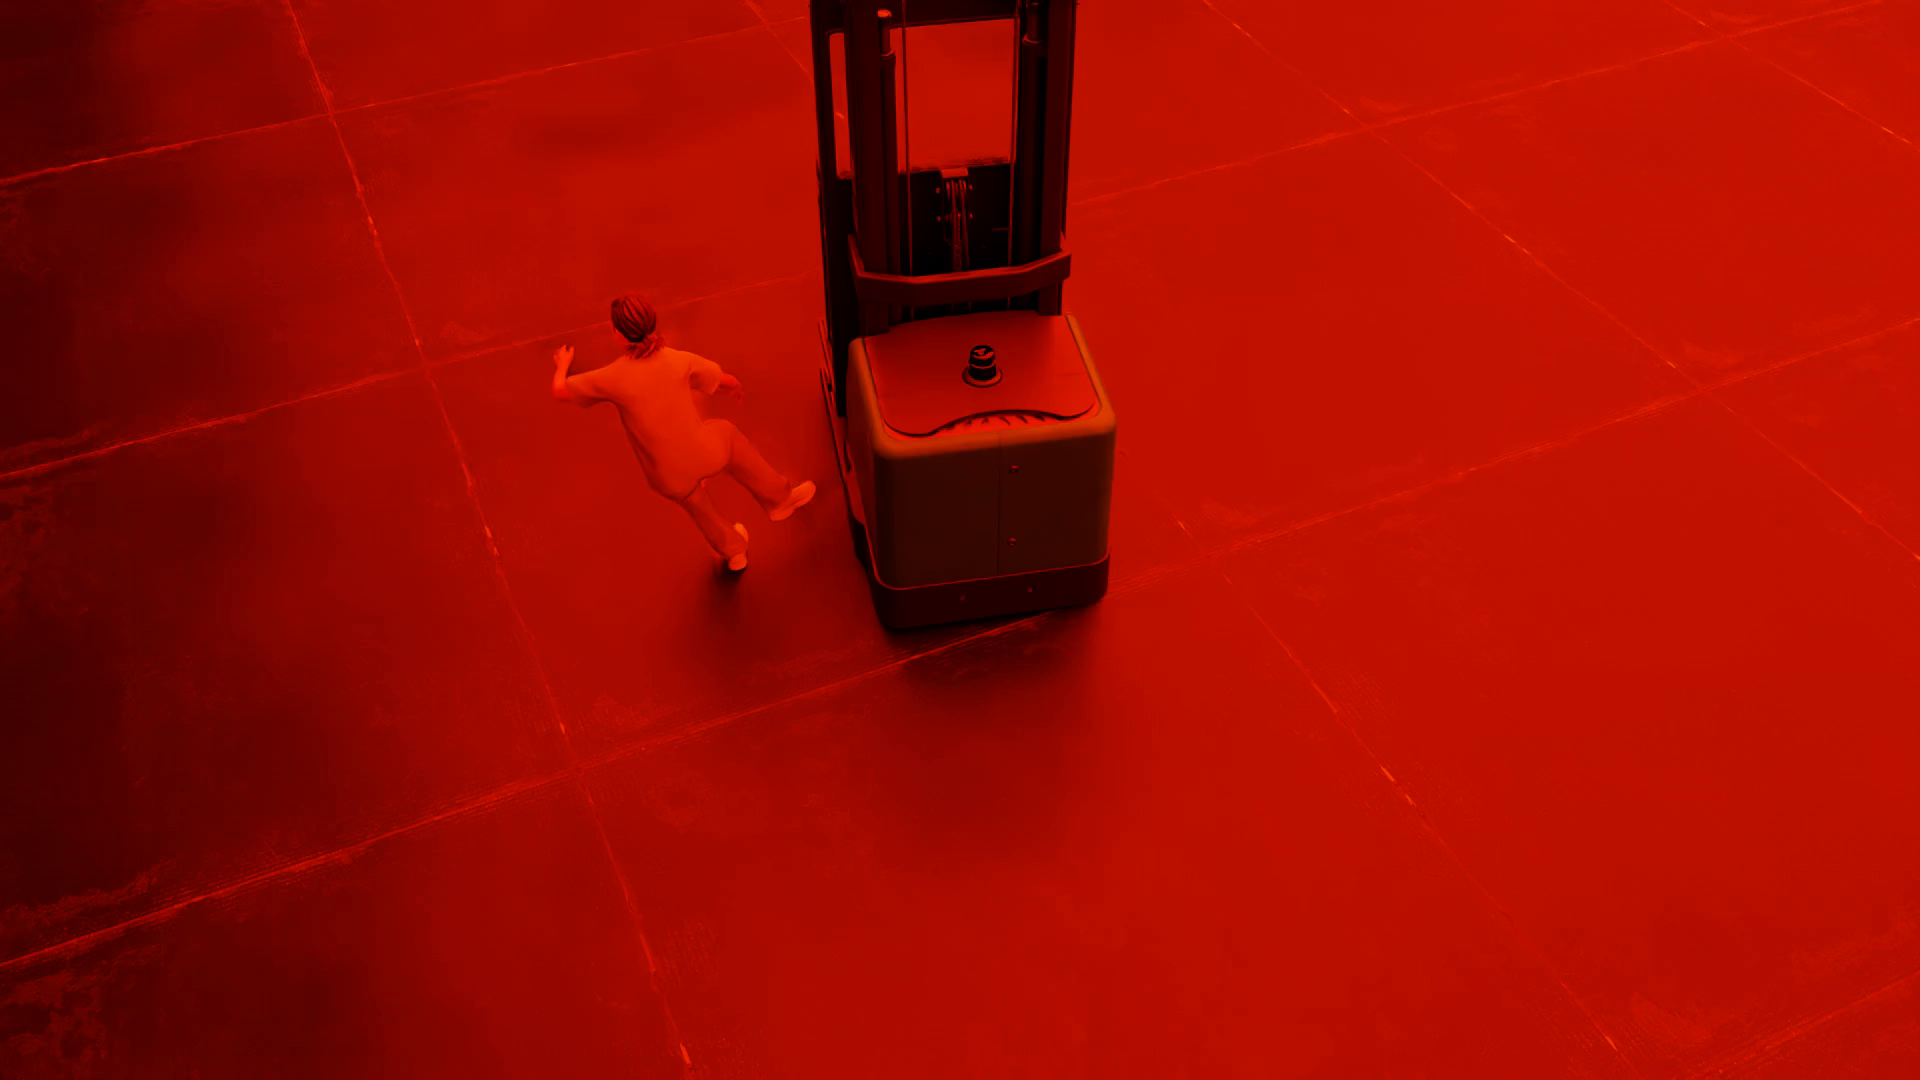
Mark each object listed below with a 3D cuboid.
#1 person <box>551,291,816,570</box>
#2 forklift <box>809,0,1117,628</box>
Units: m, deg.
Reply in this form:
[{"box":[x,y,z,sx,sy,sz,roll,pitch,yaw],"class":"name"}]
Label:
[{"box":[-1.215,-0.547,7.375,1.087,1.429,0.845,-23,48,-22],"class":"person"},{"box":[-0.111,-1.700,7.502,1.130,2.935,3.031,-7,44,-8],"class":"forklift"}]
